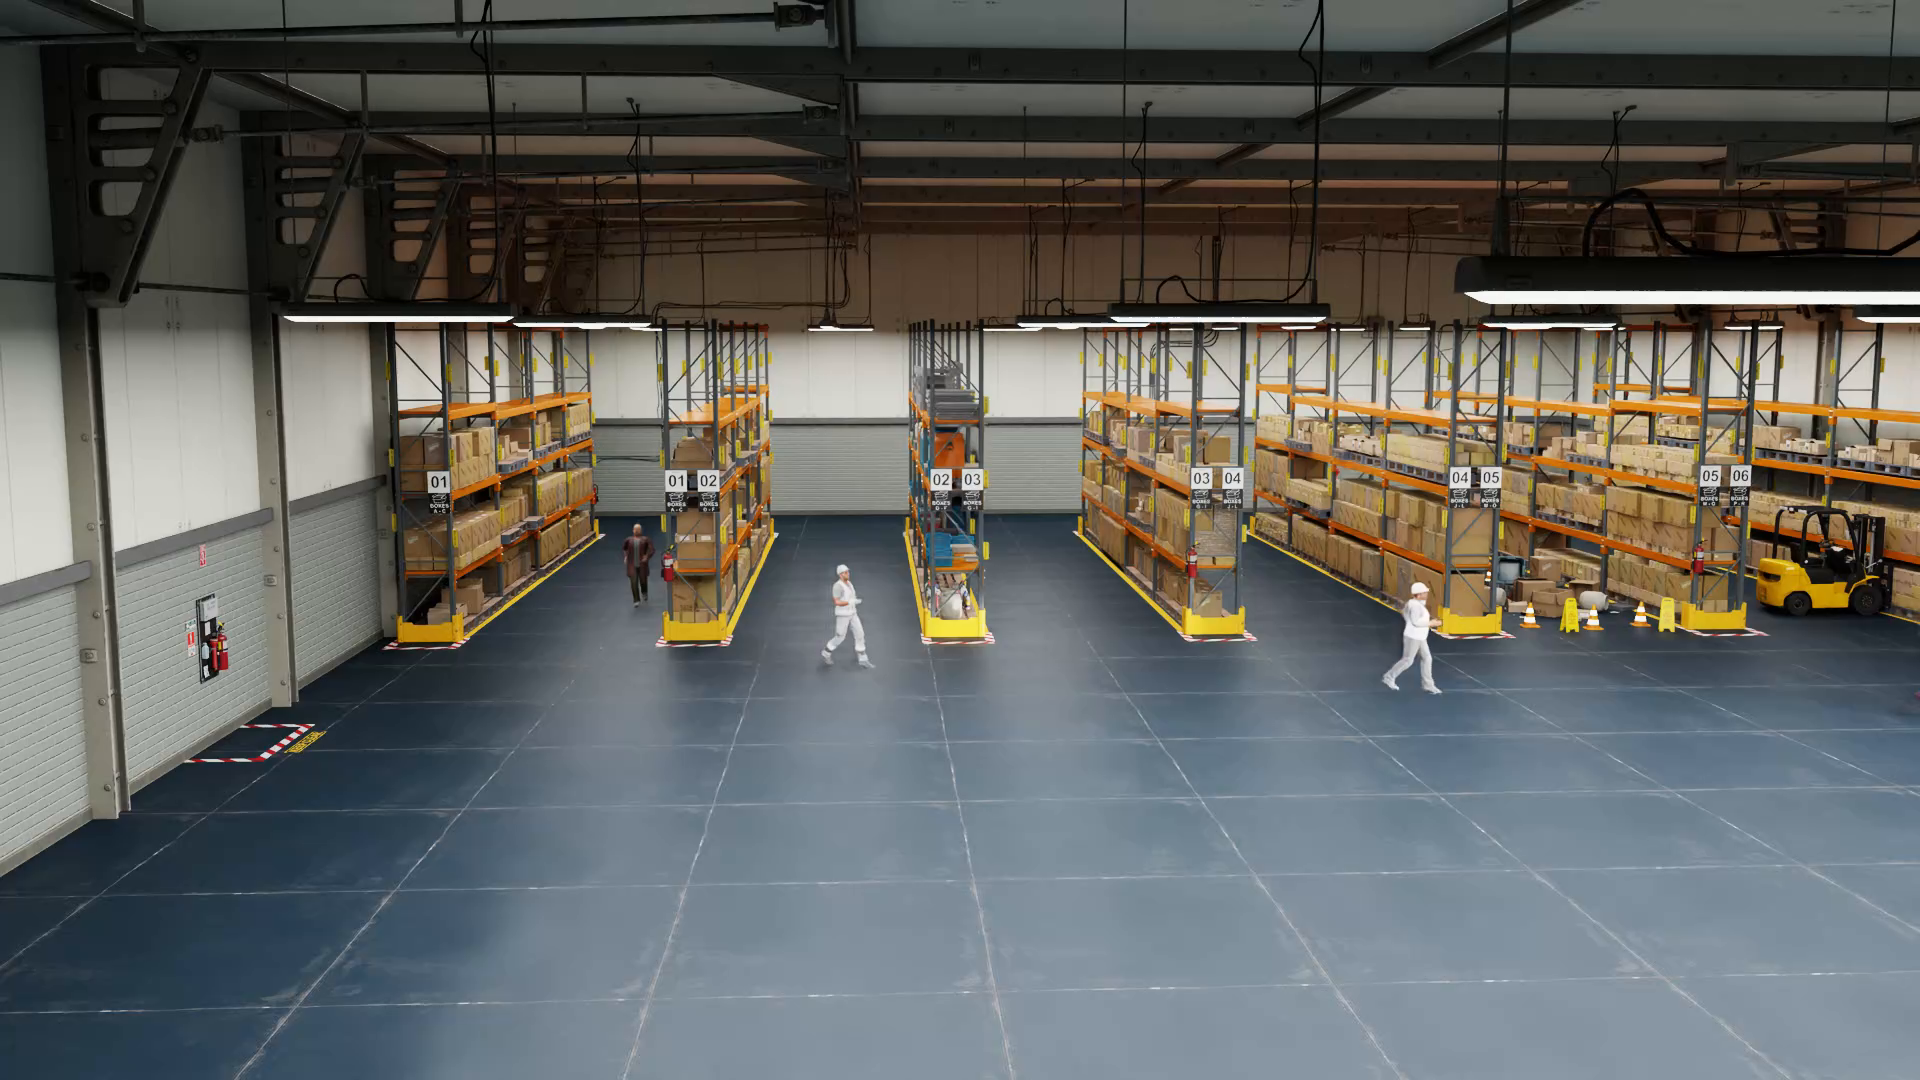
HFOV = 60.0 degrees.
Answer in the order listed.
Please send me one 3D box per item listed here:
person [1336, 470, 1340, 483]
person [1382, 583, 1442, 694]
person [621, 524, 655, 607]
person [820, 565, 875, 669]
[{"bbox_3d":[11.169,-1.232,49.382,0.668,1.751,0.679,0,7,3],"label":"person"},{"bbox_3d":[7.233,1.563,26.515,0.924,1.790,0.623,3,8,24],"label":"person"},{"bbox_3d":[-6.812,0.528,35.132,0.711,1.730,0.754,-1,7,-5],"label":"person"},{"bbox_3d":[-1.931,1.303,28.535,0.992,1.775,0.670,4,8,29],"label":"person"}]
